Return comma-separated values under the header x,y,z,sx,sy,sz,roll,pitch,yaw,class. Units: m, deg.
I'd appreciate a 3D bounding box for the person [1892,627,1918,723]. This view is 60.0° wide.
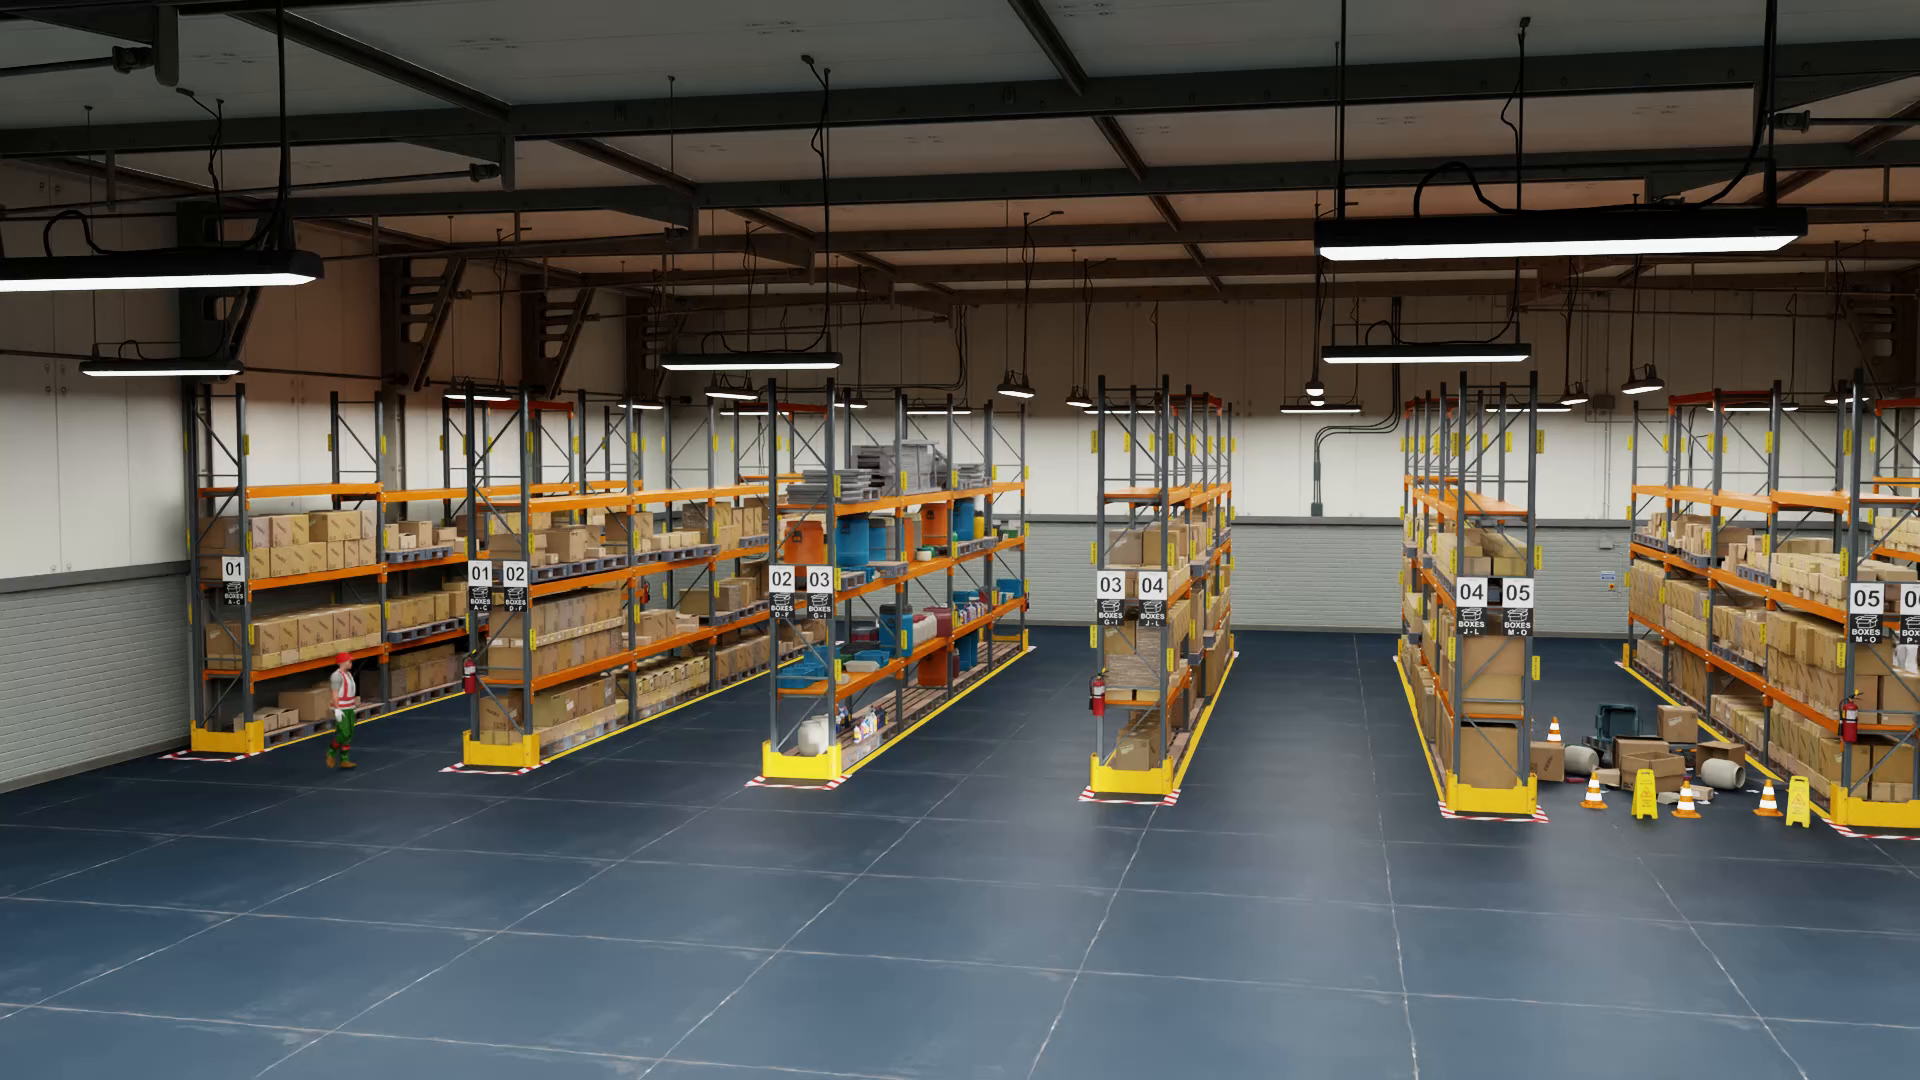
x,y,z,sx,sy,sz,roll,pitch,yaw,class
16.871,2.442,29.622,0.524,1.808,0.561,0,3,-4,person

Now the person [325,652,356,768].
x,y,z,sx,sy,sz,roll,pitch,yaw,class
-9.558,2.622,25.655,0.440,1.788,0.567,1,3,15,person

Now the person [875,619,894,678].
x,y,z,sx,sy,sz,roll,pitch,yaw,class
-1.578,2.162,35.209,0.506,1.605,0.998,0,3,2,person
